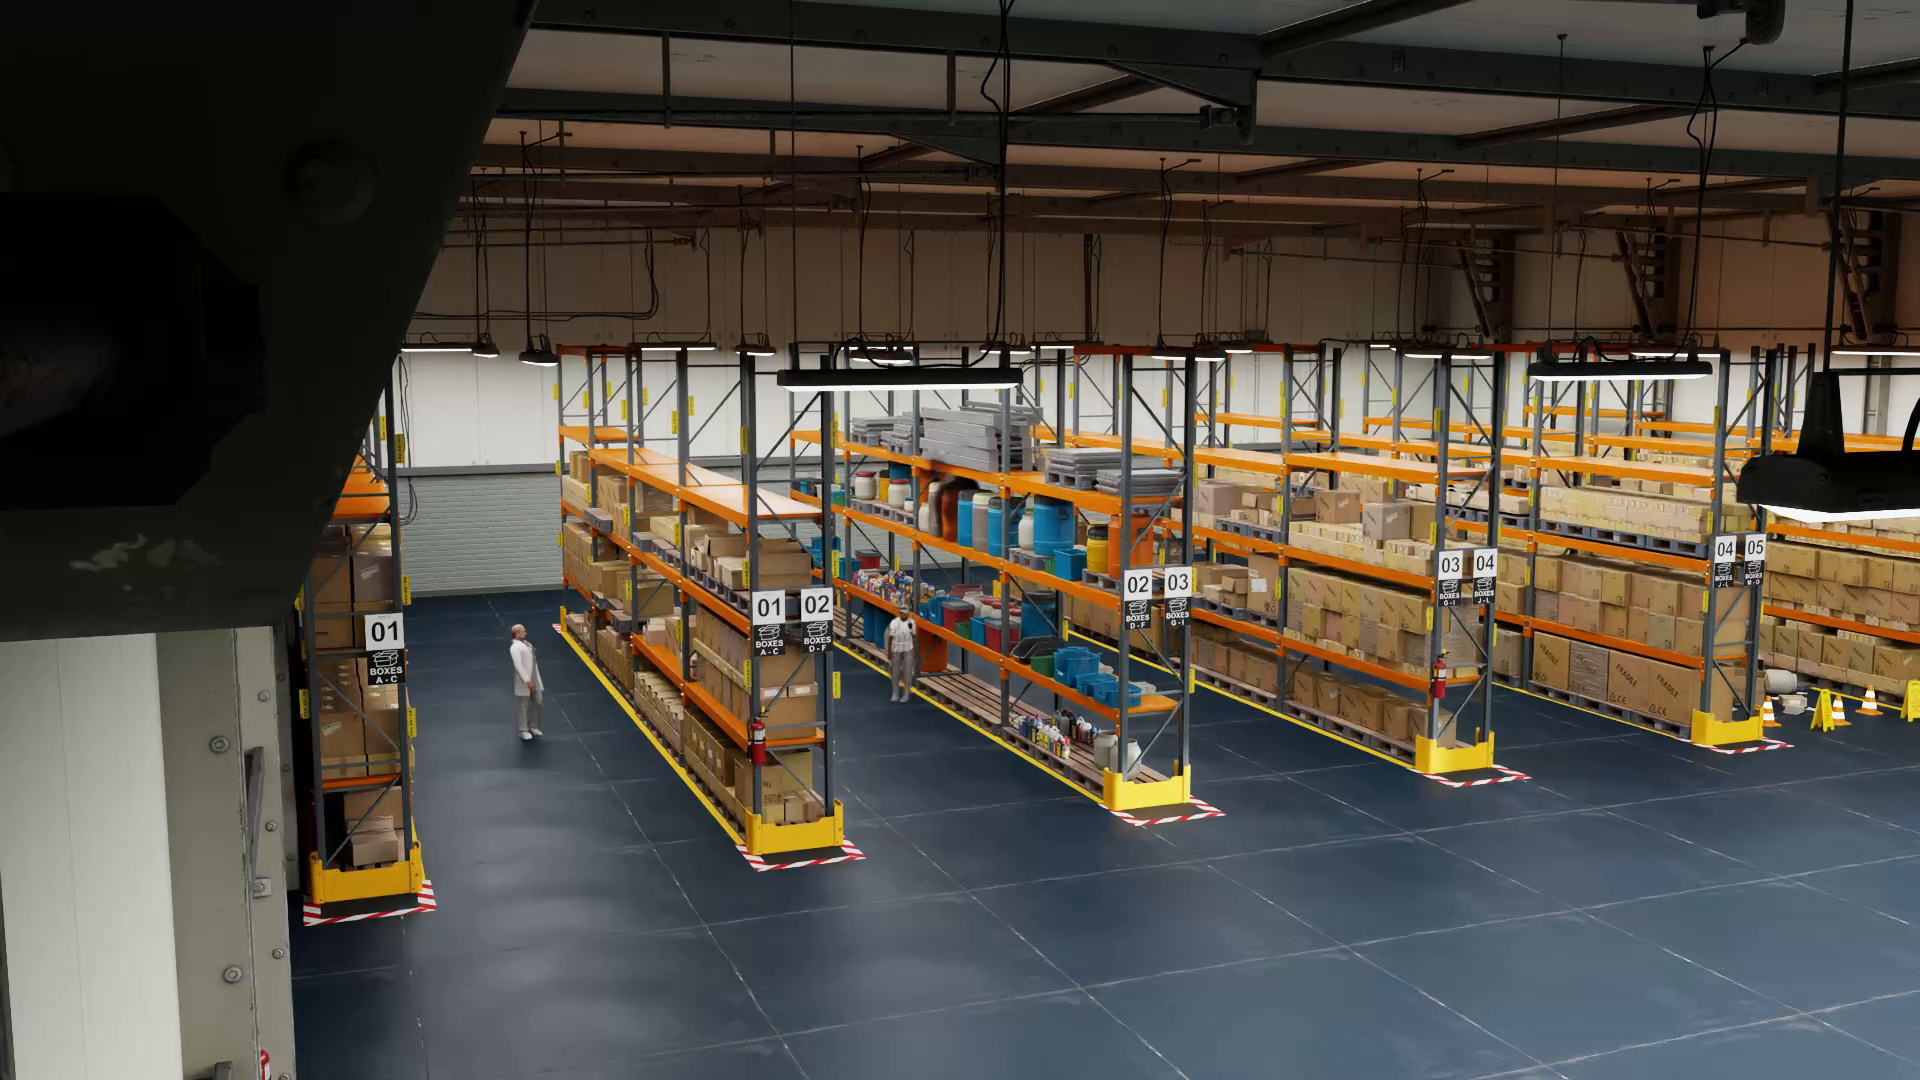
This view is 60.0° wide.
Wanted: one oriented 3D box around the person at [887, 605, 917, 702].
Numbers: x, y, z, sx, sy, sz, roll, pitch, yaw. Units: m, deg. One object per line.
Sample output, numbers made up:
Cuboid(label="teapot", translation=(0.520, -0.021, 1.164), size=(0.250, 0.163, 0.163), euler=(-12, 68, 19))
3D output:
Cuboid(label="person", translation=(-0.979, 1.905, 28.120), size=(0.503, 1.669, 0.420), euler=(-1, 7, -10))

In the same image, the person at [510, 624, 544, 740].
Cuboid(label="person", translation=(-6.700, 2.203, 25.789), size=(0.606, 1.804, 0.643), euler=(4, 8, 28))
